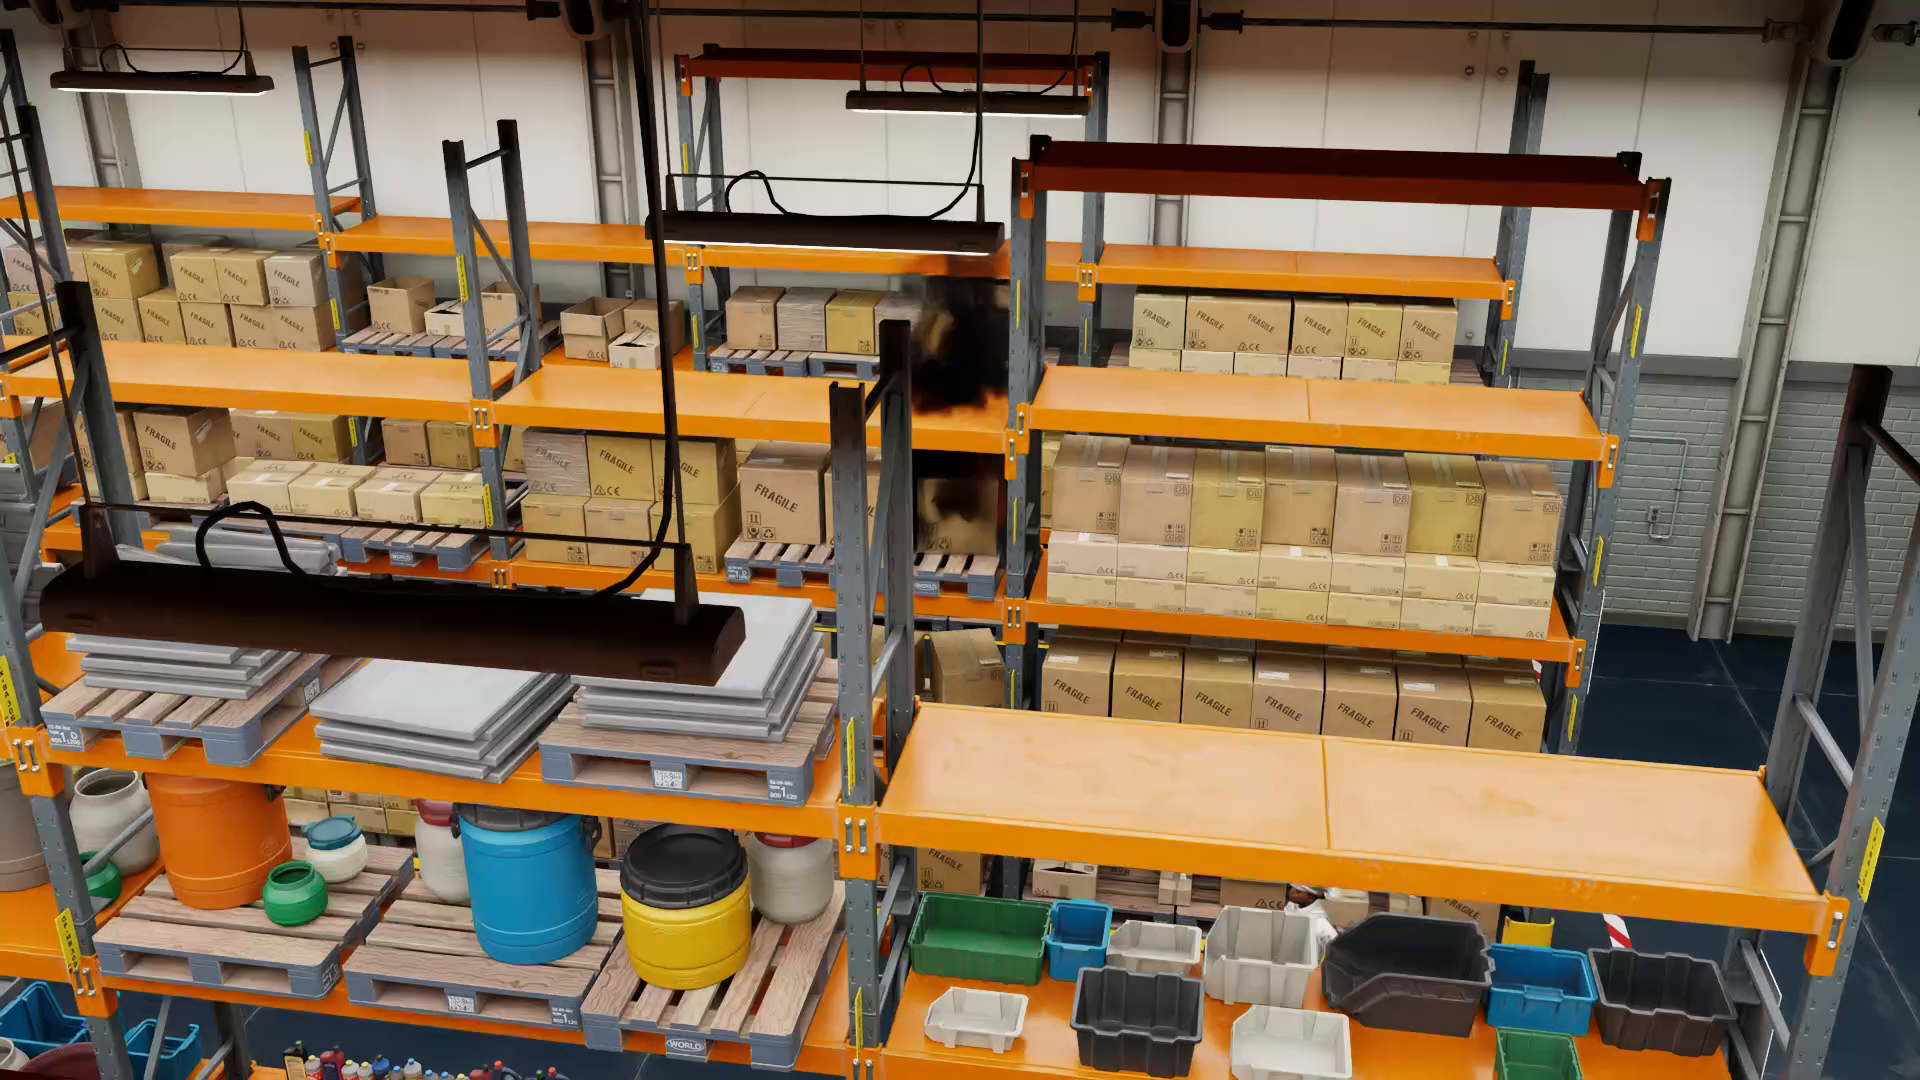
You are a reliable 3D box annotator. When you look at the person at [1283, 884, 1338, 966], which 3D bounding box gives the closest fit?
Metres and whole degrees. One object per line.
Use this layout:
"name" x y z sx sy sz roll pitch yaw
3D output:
"person" 2.327 2.958 11.271 0.807 1.735 0.626 -2 23 -5
